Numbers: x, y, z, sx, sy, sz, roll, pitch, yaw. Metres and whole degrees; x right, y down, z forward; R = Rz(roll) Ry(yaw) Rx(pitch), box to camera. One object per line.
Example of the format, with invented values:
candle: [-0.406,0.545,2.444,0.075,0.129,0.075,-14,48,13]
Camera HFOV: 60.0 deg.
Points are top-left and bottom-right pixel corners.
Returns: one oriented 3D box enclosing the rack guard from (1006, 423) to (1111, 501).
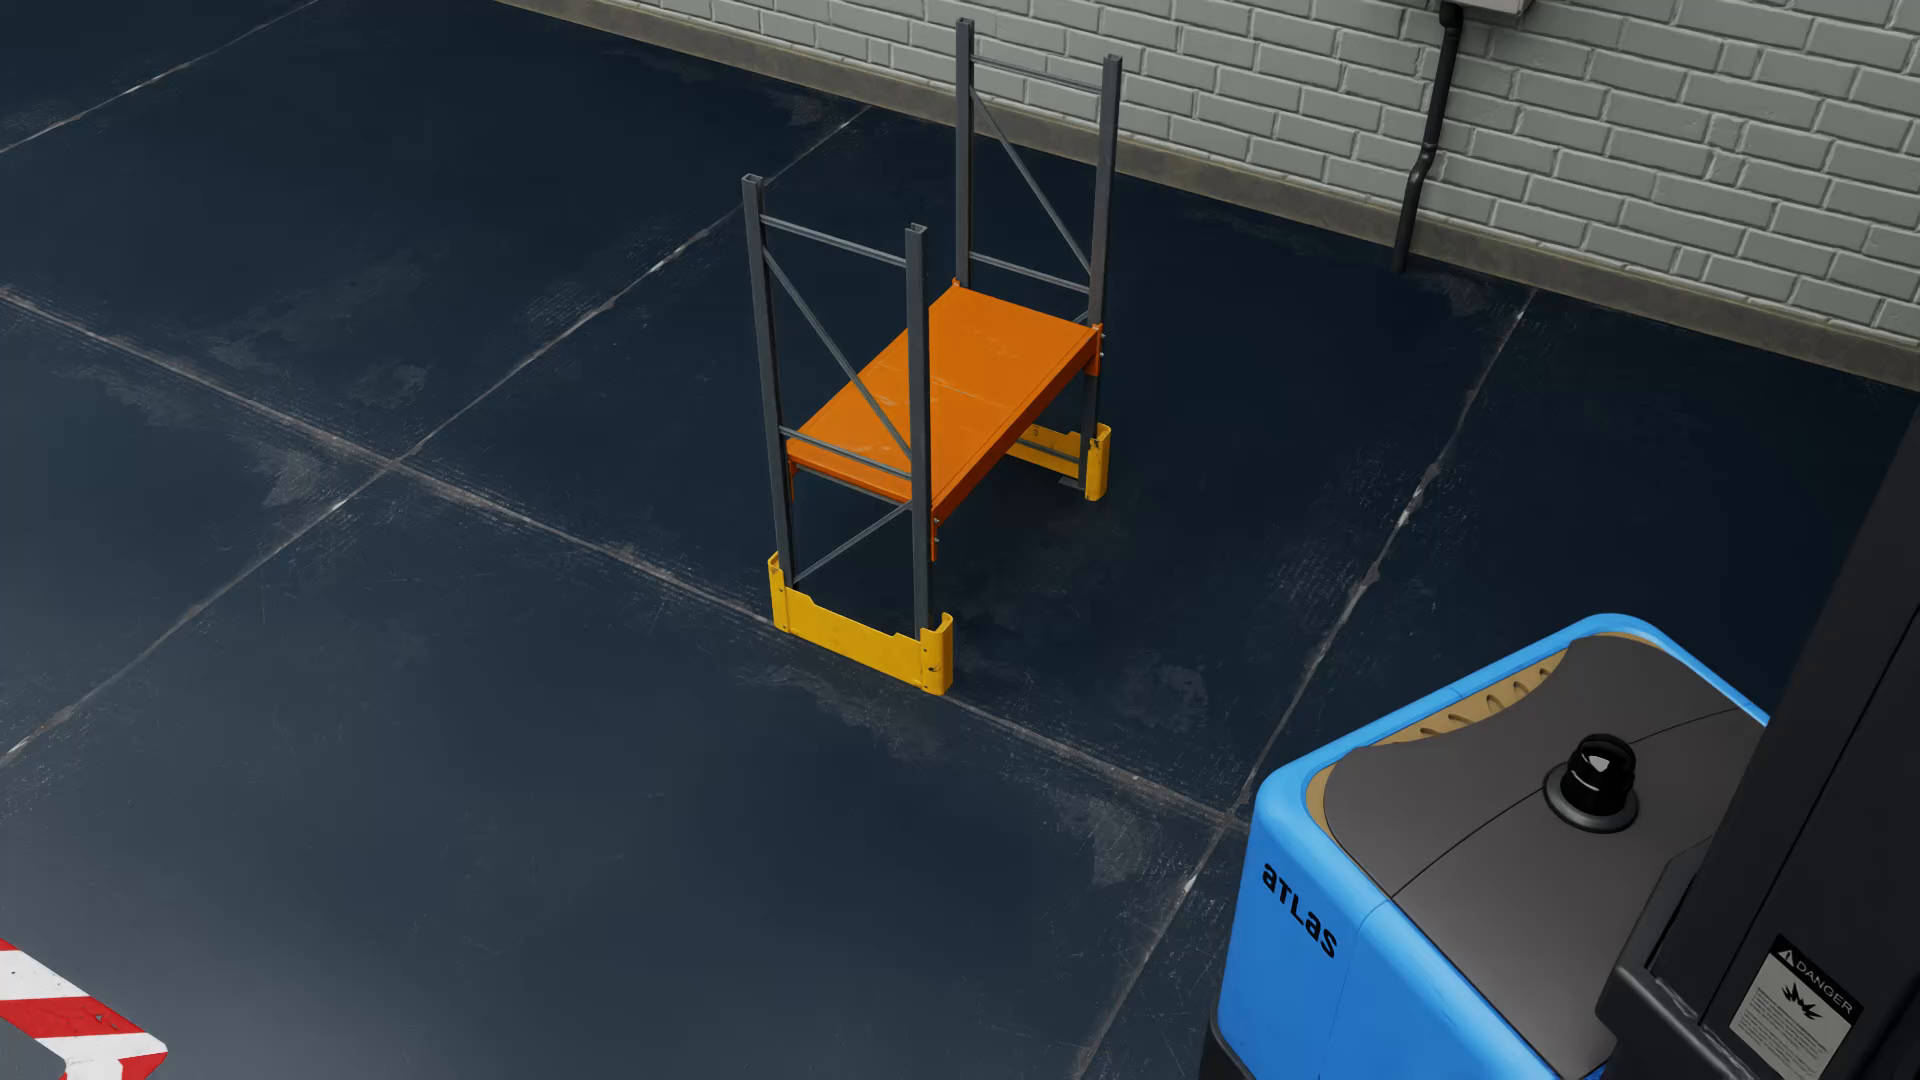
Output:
rack guard: [0.211,-0.335,5.441,0.587,0.250,0.087,21,45,22]

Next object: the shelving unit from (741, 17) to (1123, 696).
shelving unit: [-0.038,-0.519,4.705,0.587,1.500,1.083,21,45,22]

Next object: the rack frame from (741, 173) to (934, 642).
rack frame: [-0.297,-0.223,4.369,0.500,1.500,0.032,21,45,22]

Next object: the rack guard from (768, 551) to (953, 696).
rack guard: [-0.287,0.235,4.794,0.587,0.250,0.087,21,45,22]

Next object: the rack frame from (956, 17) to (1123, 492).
rack frame: [0.212,-0.805,5.029,0.500,1.500,0.032,21,45,22]

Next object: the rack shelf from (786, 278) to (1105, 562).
rack shelf: [-0.043,-0.379,4.818,0.538,0.185,1.000,21,45,22]

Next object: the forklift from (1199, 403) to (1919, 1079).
forklift: [1.719,0.836,2.082,1.130,2.935,3.031,-21,46,-22]

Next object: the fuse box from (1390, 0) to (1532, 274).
fuse box: [1.701,-1.661,5.841,0.539,1.711,0.414,21,45,22]
